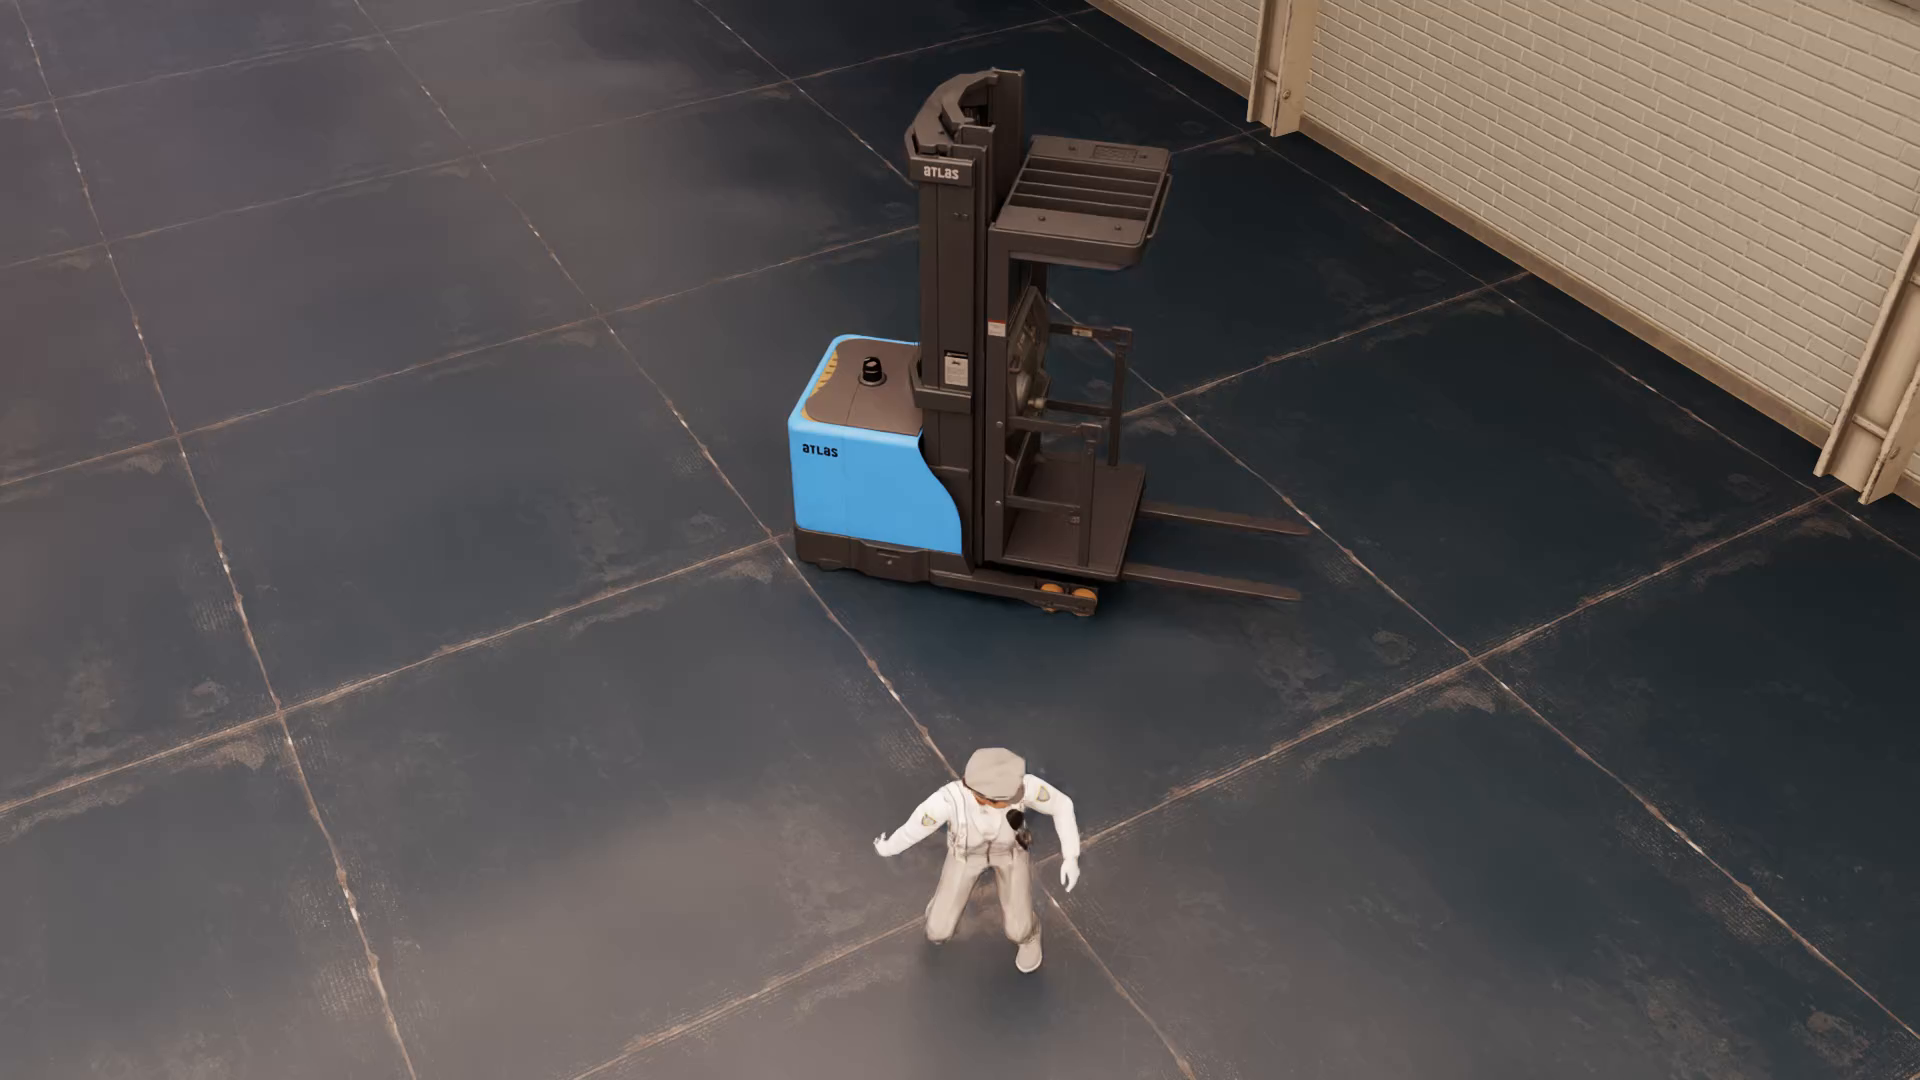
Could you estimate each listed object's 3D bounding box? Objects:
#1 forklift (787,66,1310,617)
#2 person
[{"bbox_3d":[0.570,-1.052,9.305,3.031,2.935,1.130,9,41,11],"label":"forklift"},{"bbox_3d":[0.070,1.447,7.462,0.914,1.533,0.494,-1,40,-1],"label":"person"}]
